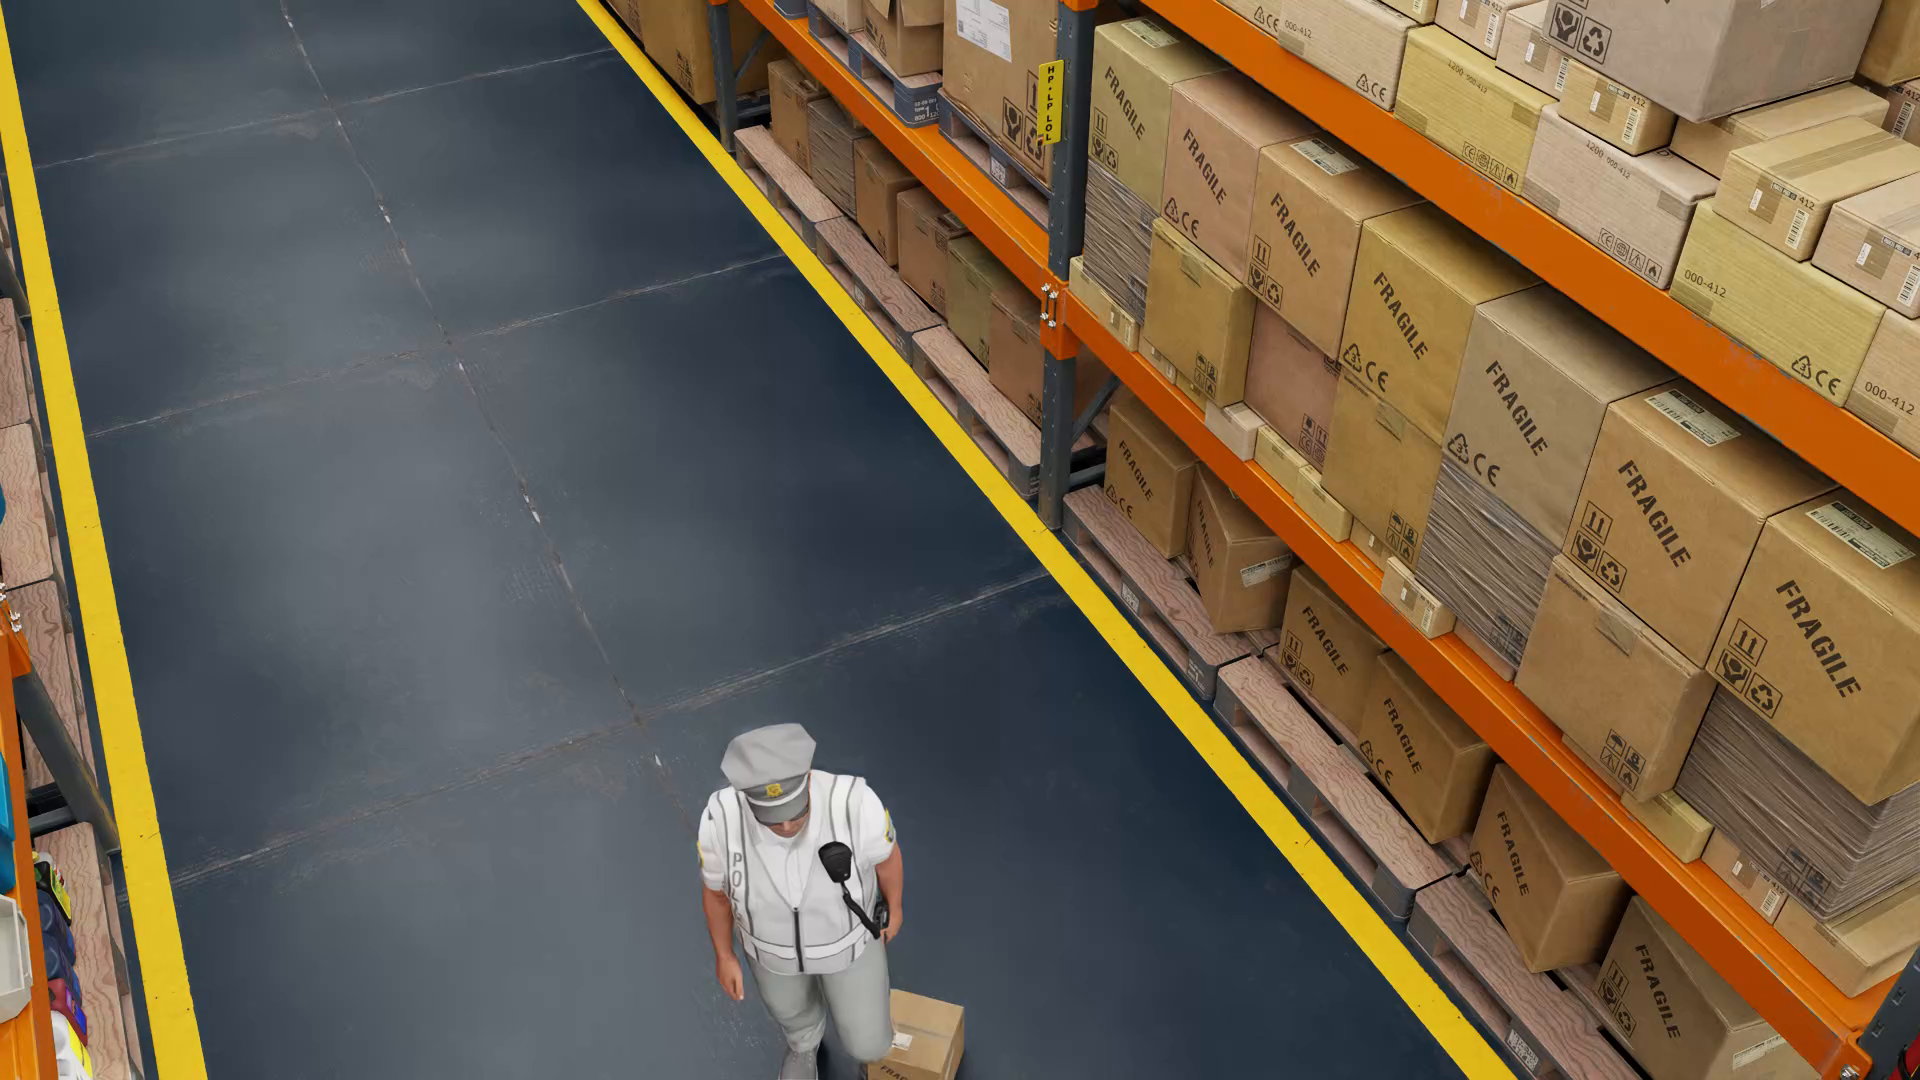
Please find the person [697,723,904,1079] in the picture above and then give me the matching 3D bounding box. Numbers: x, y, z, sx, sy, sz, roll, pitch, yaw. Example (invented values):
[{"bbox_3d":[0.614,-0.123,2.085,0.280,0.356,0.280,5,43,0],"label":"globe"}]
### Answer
[{"bbox_3d":[-0.442,1.125,4.845,0.559,1.761,0.463,0,41,1],"label":"person"}]
